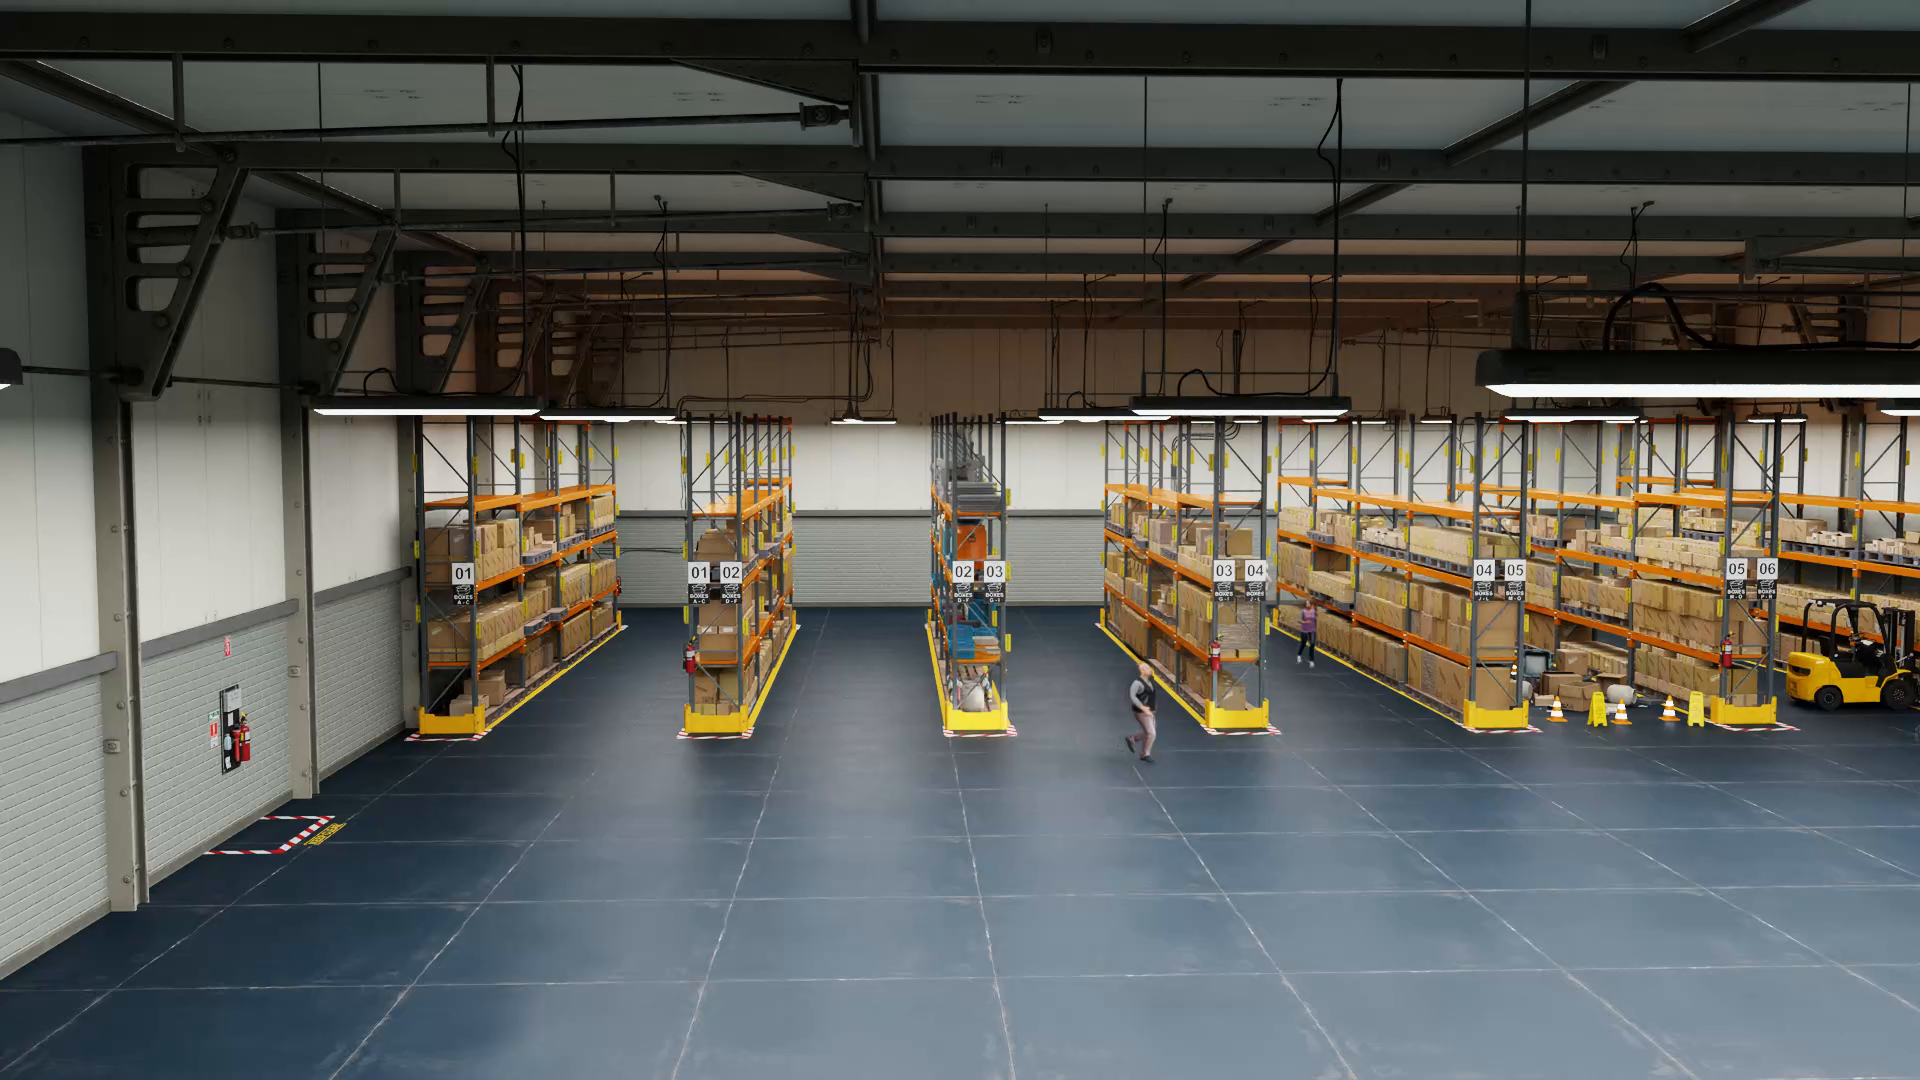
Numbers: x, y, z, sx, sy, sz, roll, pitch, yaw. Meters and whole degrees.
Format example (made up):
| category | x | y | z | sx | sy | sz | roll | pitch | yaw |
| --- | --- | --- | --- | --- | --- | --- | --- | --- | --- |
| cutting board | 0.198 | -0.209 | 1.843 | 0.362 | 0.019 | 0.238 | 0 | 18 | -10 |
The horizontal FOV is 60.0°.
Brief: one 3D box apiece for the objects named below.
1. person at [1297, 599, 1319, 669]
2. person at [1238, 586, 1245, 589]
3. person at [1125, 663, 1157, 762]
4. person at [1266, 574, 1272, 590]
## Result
| category | x | y | z | sx | sy | sz | roll | pitch | yaw |
| --- | --- | --- | --- | --- | --- | --- | --- | --- | --- |
| person | 8.317 | 2.216 | 39.798 | 0.548 | 1.628 | 0.851 | 0 | 4 | -1 |
| person | 8.045 | 1.646 | 48.373 | 0.821 | 1.644 | 0.633 | -2 | 5 | -31 |
| person | 3.095 | 2.974 | 28.556 | 0.641 | 1.623 | 0.687 | 2 | 5 | 31 |
| person | 8.790 | 1.550 | 49.001 | 0.638 | 1.781 | 0.660 | -1 | 4 | -9 |
